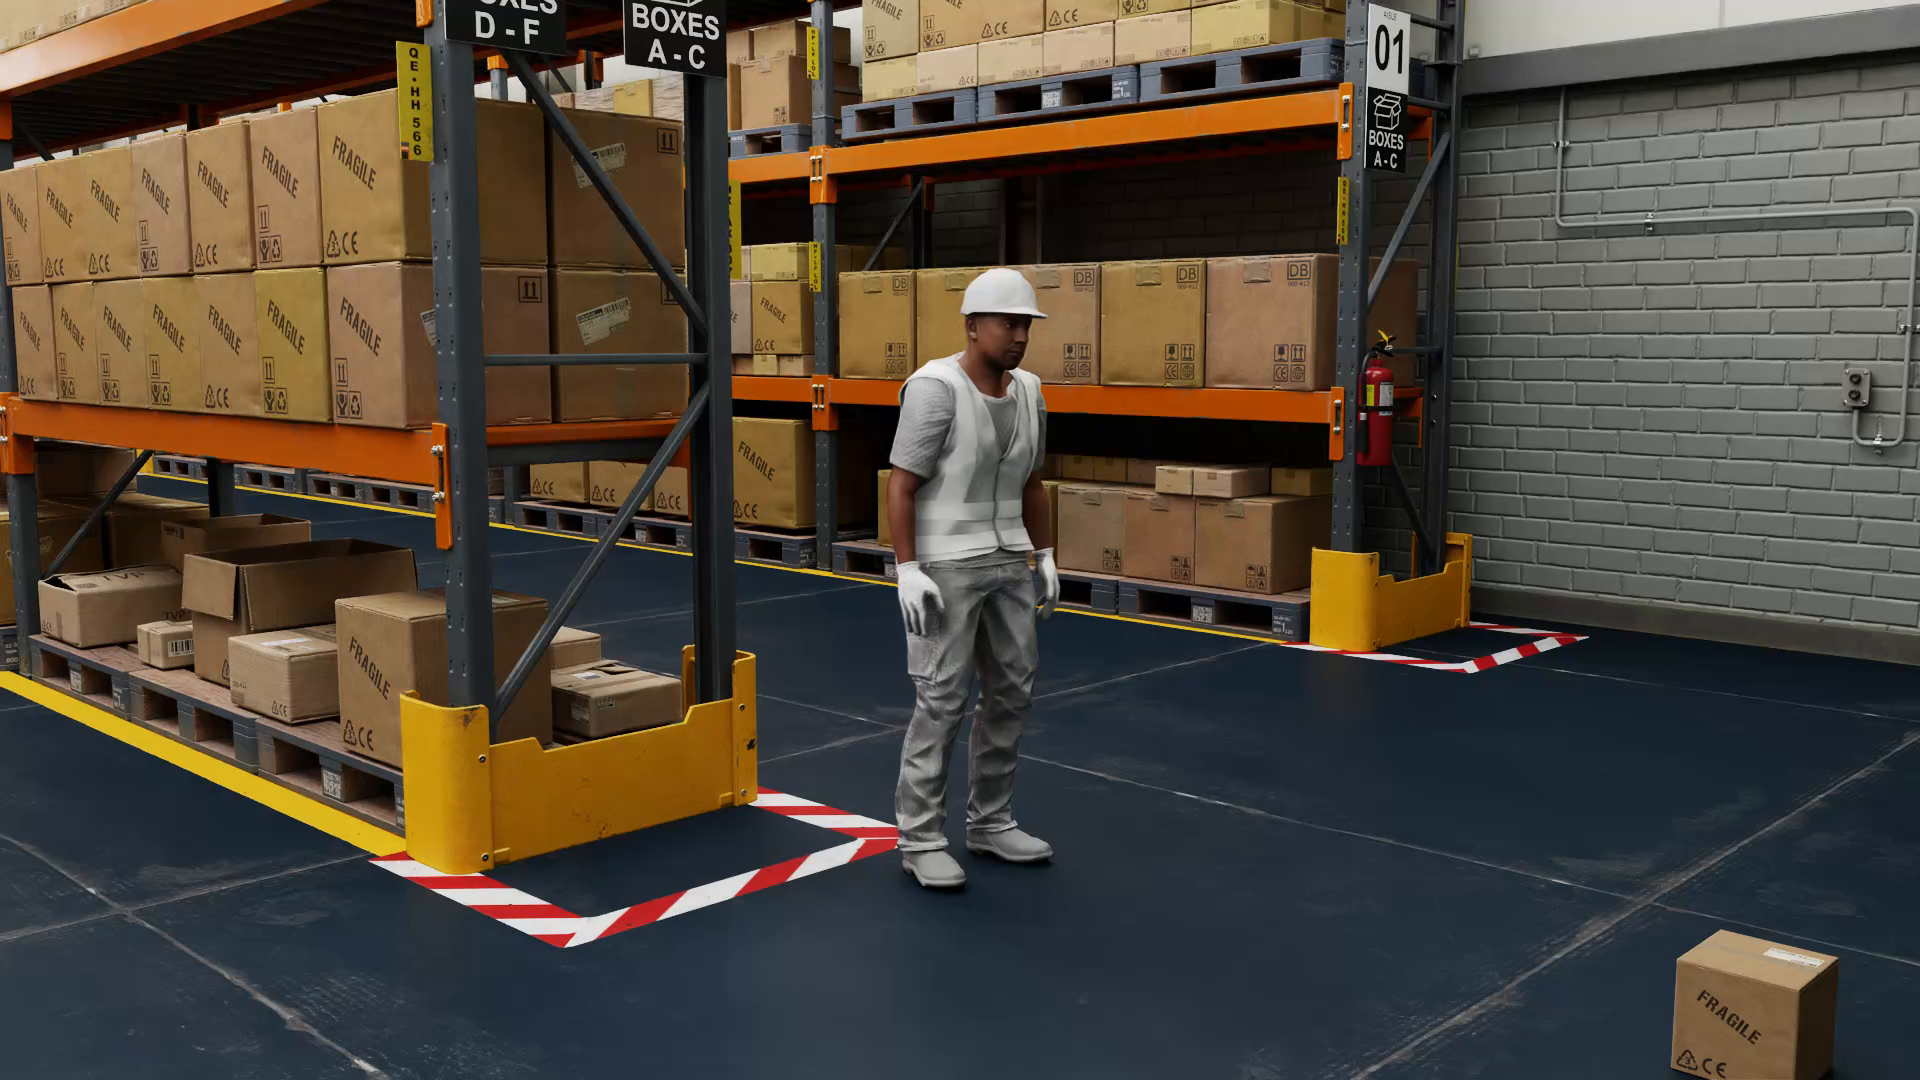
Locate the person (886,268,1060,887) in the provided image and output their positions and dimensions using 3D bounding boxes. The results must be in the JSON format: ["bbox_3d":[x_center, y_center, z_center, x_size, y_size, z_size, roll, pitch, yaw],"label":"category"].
[{"bbox_3d":[0.053,0.097,4.914,0.620,1.774,0.453,-6,9,-42],"label":"person"}]
